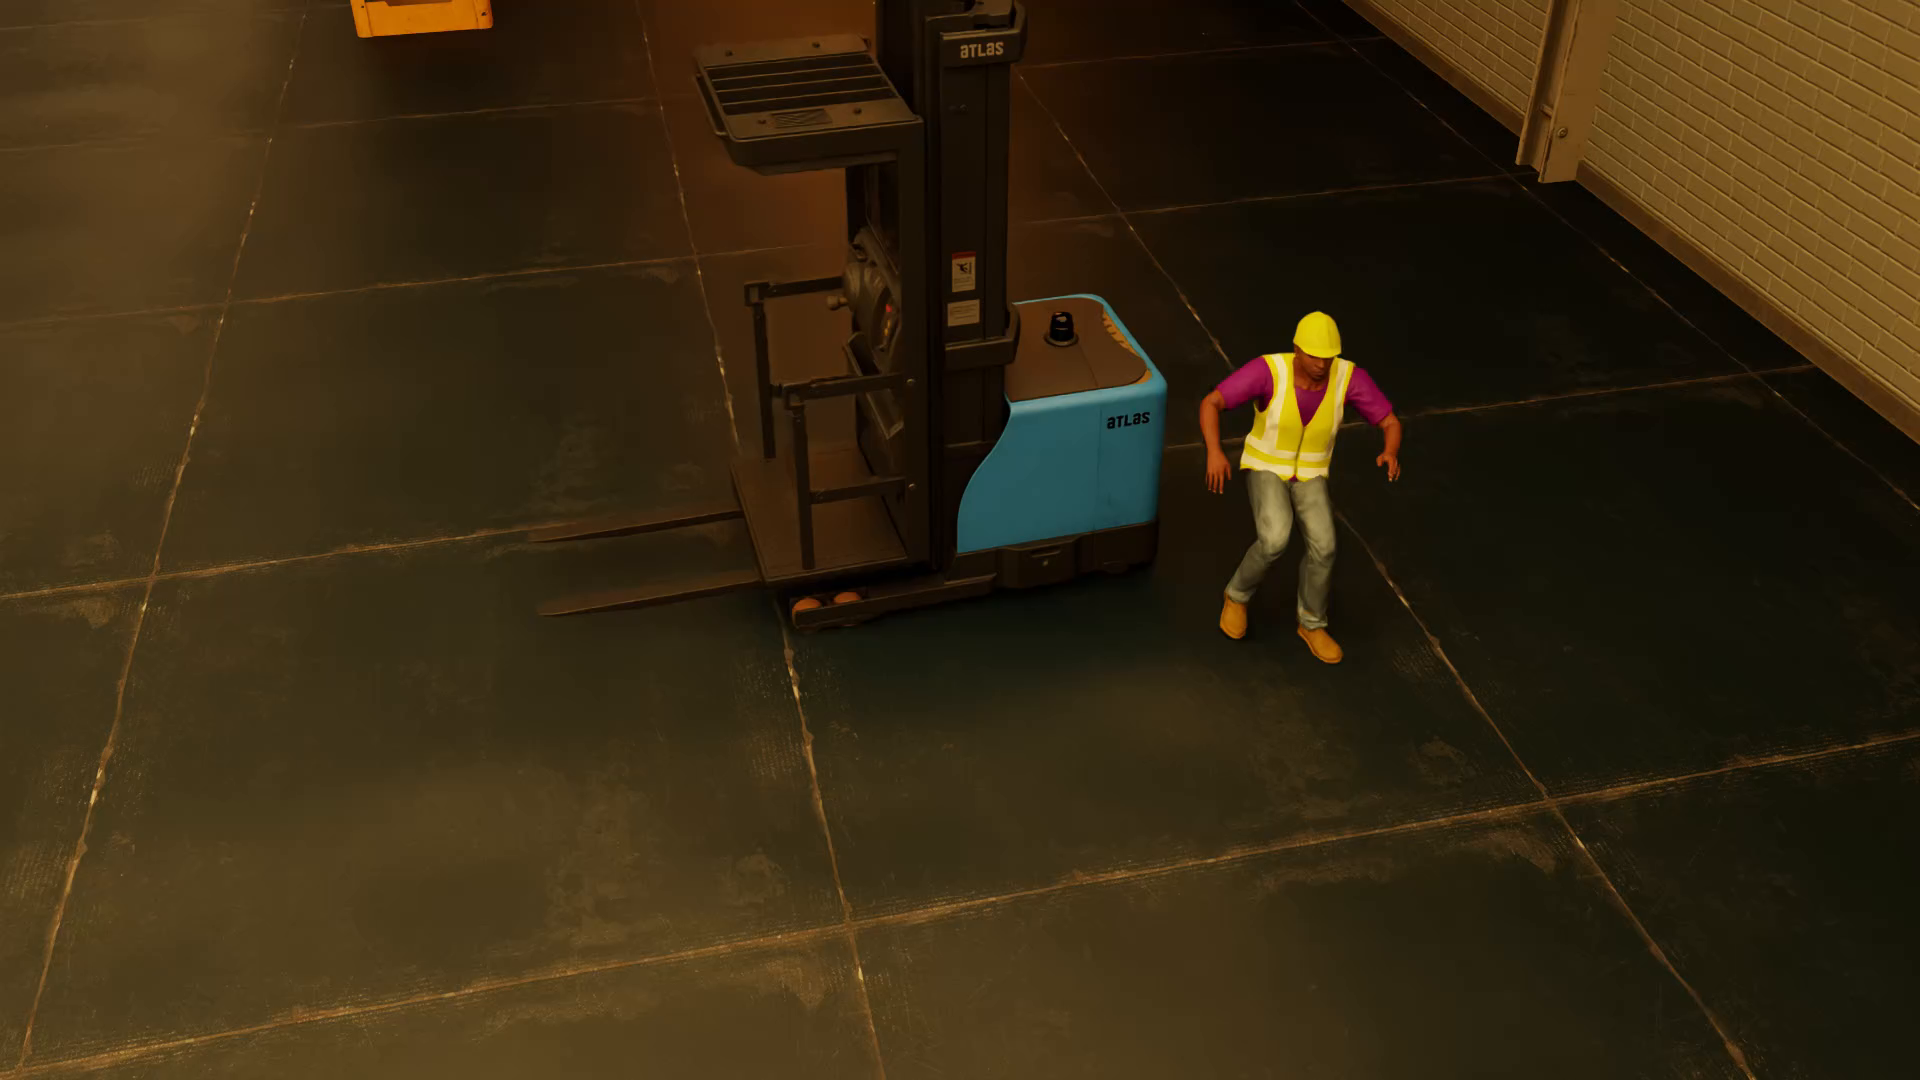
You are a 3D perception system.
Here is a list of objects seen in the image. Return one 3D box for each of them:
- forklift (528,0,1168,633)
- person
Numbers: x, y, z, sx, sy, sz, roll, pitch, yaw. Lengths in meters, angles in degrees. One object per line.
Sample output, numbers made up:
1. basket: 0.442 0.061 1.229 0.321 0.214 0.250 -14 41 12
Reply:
1. forklift: -0.587 -1.088 7.562 3.031 2.935 1.130 -9 37 -13
2. person: 1.583 -0.258 7.647 0.926 1.508 0.874 -5 36 -6
